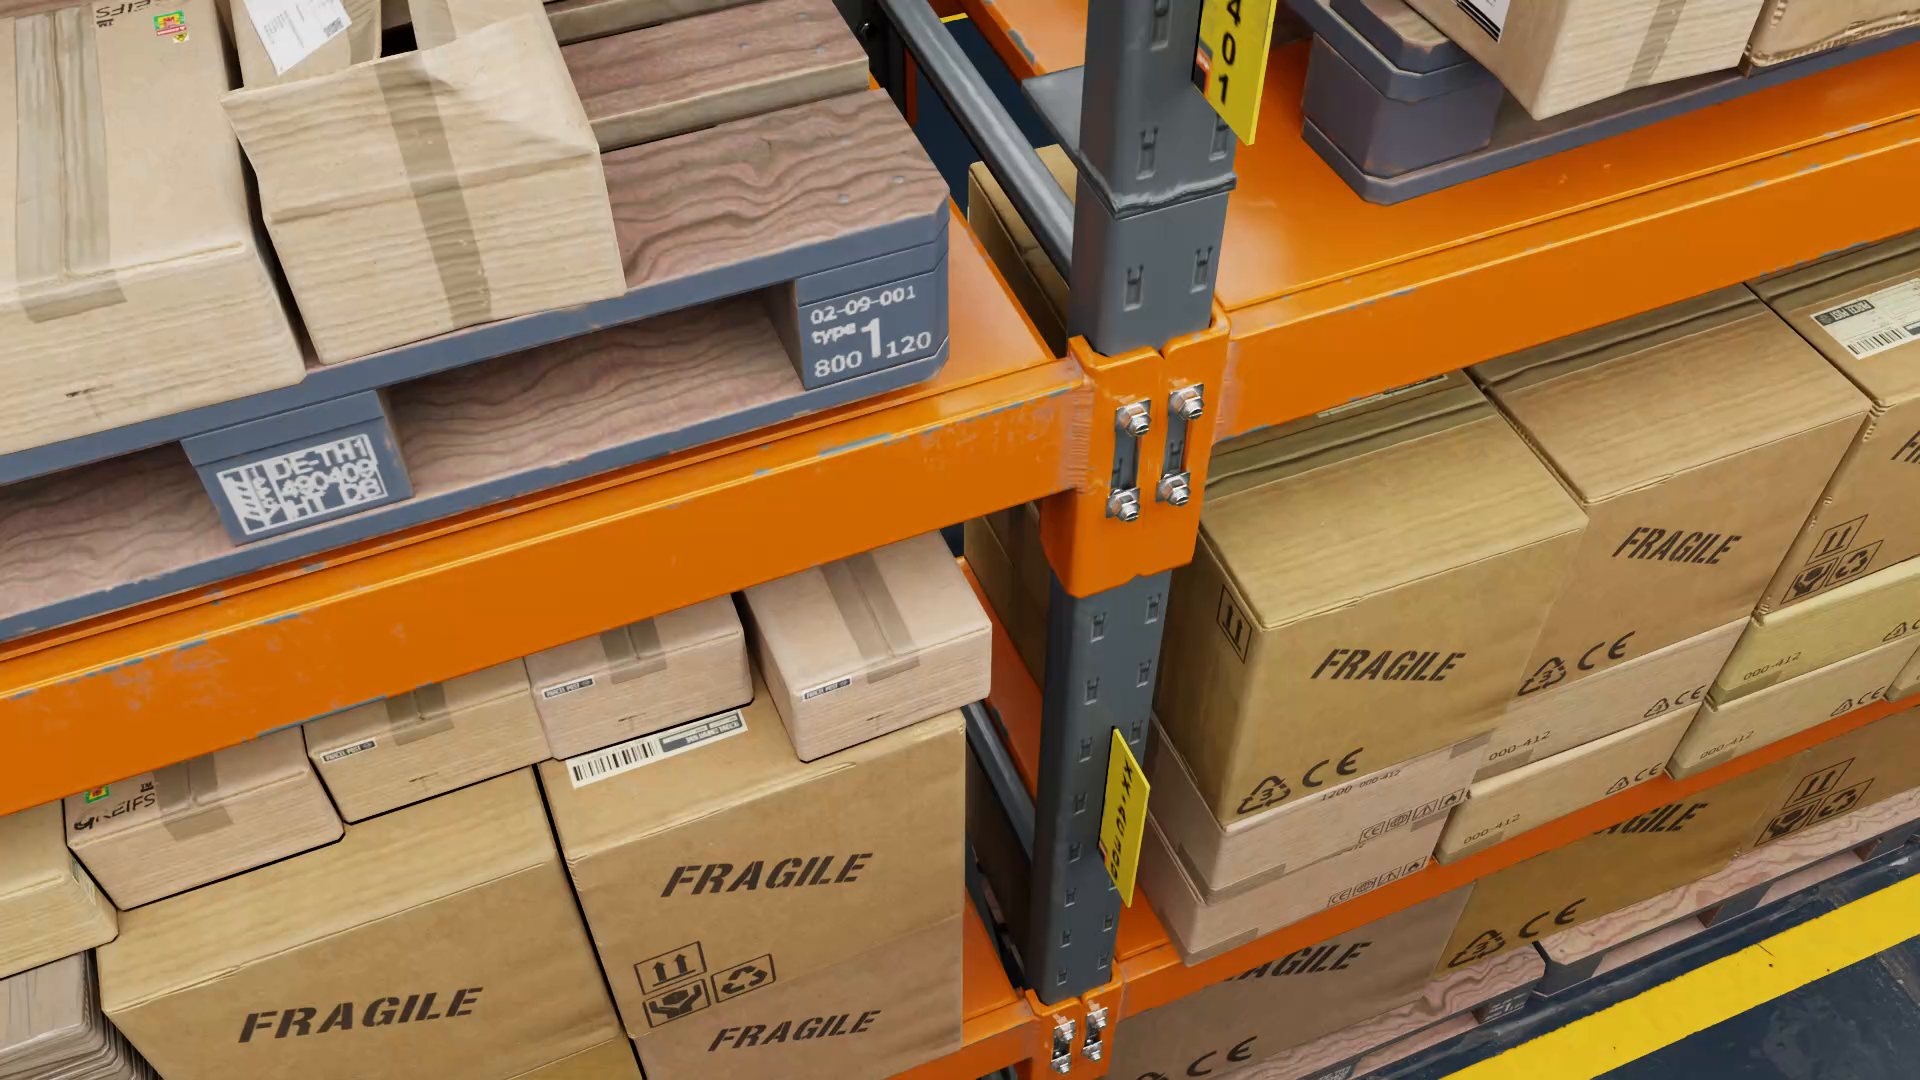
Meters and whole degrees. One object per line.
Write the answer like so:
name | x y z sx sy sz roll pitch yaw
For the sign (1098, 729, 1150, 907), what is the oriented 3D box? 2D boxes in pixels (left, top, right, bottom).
sign | 0.226 0.392 2.313 0.005 0.325 0.100 -17 52 -14

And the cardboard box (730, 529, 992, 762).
cardboard box | -0.150 0.052 2.075 0.250 0.149 0.380 -18 52 -15

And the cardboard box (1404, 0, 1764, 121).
cardboard box | 0.610 -0.658 1.672 0.258 0.266 0.396 -18 52 -15

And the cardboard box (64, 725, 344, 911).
cardboard box | -0.897 0.202 1.947 0.250 0.149 0.380 -18 52 -15

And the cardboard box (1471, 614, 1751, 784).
cardboard box | 1.001 0.099 2.957 0.500 0.250 0.500 -16 51 -14

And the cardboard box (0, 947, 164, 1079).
cardboard box | -1.258 0.574 2.055 0.500 0.500 0.500 -17 51 -14

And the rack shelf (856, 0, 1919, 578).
rack shelf | 1.866 -1.006 2.634 4.000 0.370 1.077 -17 52 -14

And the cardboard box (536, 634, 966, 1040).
cardboard box | -0.318 0.281 2.306 0.500 0.500 0.500 -18 52 -15

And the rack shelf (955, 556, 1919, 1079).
rack shelf | 1.866 -0.029 3.772 4.000 0.370 1.077 -17 52 -14

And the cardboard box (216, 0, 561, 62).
cardboard box | -0.609 -0.848 1.615 0.500 0.500 0.500 -16 51 -14

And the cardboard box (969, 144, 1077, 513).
cardboard box | 0.333 -0.353 2.851 0.500 0.500 0.500 -16 51 -13

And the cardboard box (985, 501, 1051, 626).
cardboard box | 0.331 -0.101 3.129 0.500 0.250 0.500 -17 52 -14

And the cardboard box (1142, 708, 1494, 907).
cardboard box | 0.529 0.268 2.812 0.500 0.250 0.500 -19 52 -15

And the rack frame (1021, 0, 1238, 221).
rack frame | 0.015 -1.644 0.730 0.127 3.000 1.000 -17 52 -14

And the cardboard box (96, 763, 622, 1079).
cardboard box | -0.790 0.421 2.186 0.500 0.500 0.500 -18 52 -15

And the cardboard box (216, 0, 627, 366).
cardboard box | -0.455 -0.385 1.372 0.258 0.266 0.396 -16 51 -13

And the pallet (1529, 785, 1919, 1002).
pallet | 1.832 0.592 4.603 1.213 0.211 1.003 -17 52 -14

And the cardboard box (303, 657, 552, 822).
cardboard box | -0.670 0.117 2.020 0.250 0.149 0.380 -17 51 -14

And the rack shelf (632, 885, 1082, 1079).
rack shelf | -1.837 1.118 2.787 4.000 0.370 1.077 -17 52 -14

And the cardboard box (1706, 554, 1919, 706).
cardboard box | 1.478 -0.027 3.065 0.500 0.250 0.500 -17 51 -14

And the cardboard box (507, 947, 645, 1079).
cardboard box | -0.792 0.742 2.570 0.500 0.500 0.500 -18 52 -15

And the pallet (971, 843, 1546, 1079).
pallet | 0.701 0.945 4.300 1.213 0.211 1.003 -17 52 -14

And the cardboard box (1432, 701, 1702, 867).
cardboard box | 1.000 0.269 3.141 0.500 0.250 0.500 -18 52 -15

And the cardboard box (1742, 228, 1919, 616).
cardboard box | 1.457 -0.280 2.788 0.500 0.500 0.500 -18 52 -15

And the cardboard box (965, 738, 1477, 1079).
cardboard box | 0.559 0.632 3.854 0.875 0.875 0.875 -16 51 -13

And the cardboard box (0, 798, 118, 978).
cardboard box | -1.115 0.299 1.864 0.250 0.149 0.380 -18 52 -15

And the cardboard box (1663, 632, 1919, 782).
cardboard box | 1.481 0.133 3.257 0.500 0.250 0.500 -18 52 -15

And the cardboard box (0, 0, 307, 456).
cardboard box | -0.700 -0.271 1.351 0.250 0.149 0.380 -16 51 -13

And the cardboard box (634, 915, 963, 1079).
cardboard box | -0.318 0.590 2.700 0.500 0.500 0.500 -17 51 -14

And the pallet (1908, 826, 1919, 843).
pallet | 2.959 0.245 4.901 1.213 0.211 1.003 -17 52 -14

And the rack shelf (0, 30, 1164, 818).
rack shelf | -1.837 0.141 1.649 4.000 0.370 1.077 -17 52 -14

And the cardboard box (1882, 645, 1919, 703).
cardboard box | 1.947 -0.004 3.375 0.500 0.250 0.500 -18 52 -15

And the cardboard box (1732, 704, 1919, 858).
cardboard box | 2.220 0.111 4.301 0.875 0.875 0.875 -17 51 -14

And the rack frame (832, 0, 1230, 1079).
rack frame | 0.015 0.310 3.006 0.127 3.000 1.000 -17 52 -14

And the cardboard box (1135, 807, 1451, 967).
cardboard box | 0.522 0.418 3.012 0.500 0.250 0.500 -18 52 -15

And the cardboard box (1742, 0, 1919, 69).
cardboard box | 0.940 -0.886 1.713 0.500 0.500 0.500 -18 52 -15

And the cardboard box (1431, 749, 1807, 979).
cardboard box | 1.392 0.367 4.081 0.875 0.875 0.875 -16 51 -13

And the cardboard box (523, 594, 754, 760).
cardboard box | -0.435 0.052 2.076 0.250 0.149 0.380 -16 51 -13

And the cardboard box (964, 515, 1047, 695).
cardboard box | 0.335 0.053 3.326 0.500 0.250 0.500 -18 52 -15

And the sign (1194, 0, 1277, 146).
sign | 0.226 -0.472 1.308 0.005 0.325 0.100 -17 52 -14

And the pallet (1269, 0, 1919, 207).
pallet | 0.845 -0.902 2.197 1.217 0.209 0.805 -19 52 -16

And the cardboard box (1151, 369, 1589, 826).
cardboard box | 0.531 0.028 2.524 0.500 0.500 0.500 -17 51 -14

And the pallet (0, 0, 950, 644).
pallet | -0.747 -0.411 1.707 1.213 0.211 1.003 -17 52 -14

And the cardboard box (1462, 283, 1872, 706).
cardboard box | 0.991 -0.138 2.666 0.500 0.500 0.500 -17 52 -14
